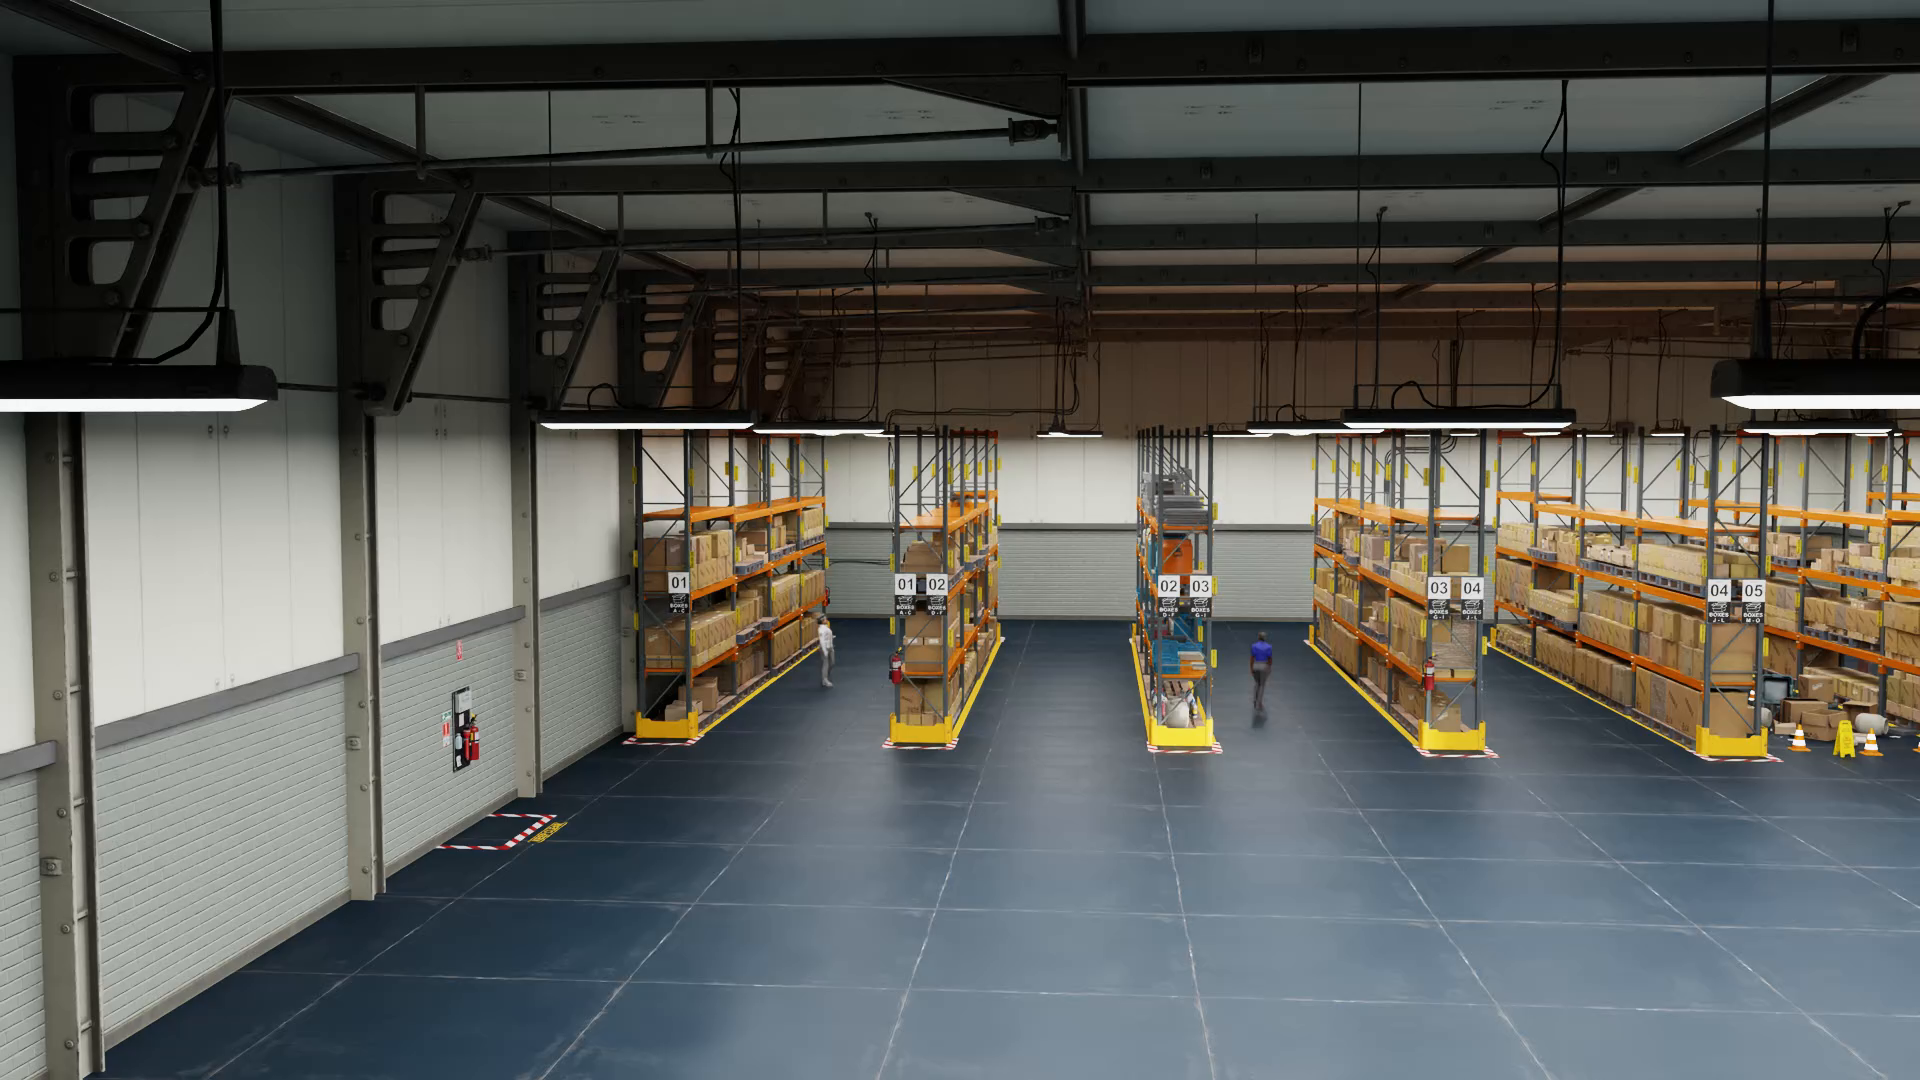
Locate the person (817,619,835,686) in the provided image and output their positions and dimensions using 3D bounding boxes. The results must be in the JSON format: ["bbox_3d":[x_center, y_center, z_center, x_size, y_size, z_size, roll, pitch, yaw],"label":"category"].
[{"bbox_3d":[-3.122,2.579,38.901,0.437,1.661,0.527,1,4,20],"label":"person"}]

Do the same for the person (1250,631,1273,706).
[{"bbox_3d":[6.434,2.718,35.379,0.439,1.571,0.461,3,5,41],"label":"person"}]

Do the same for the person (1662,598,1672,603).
[{"bbox_3d":[17.765,2.030,41.855,0.635,1.049,0.496,-1,4,-14],"label":"person"}]
